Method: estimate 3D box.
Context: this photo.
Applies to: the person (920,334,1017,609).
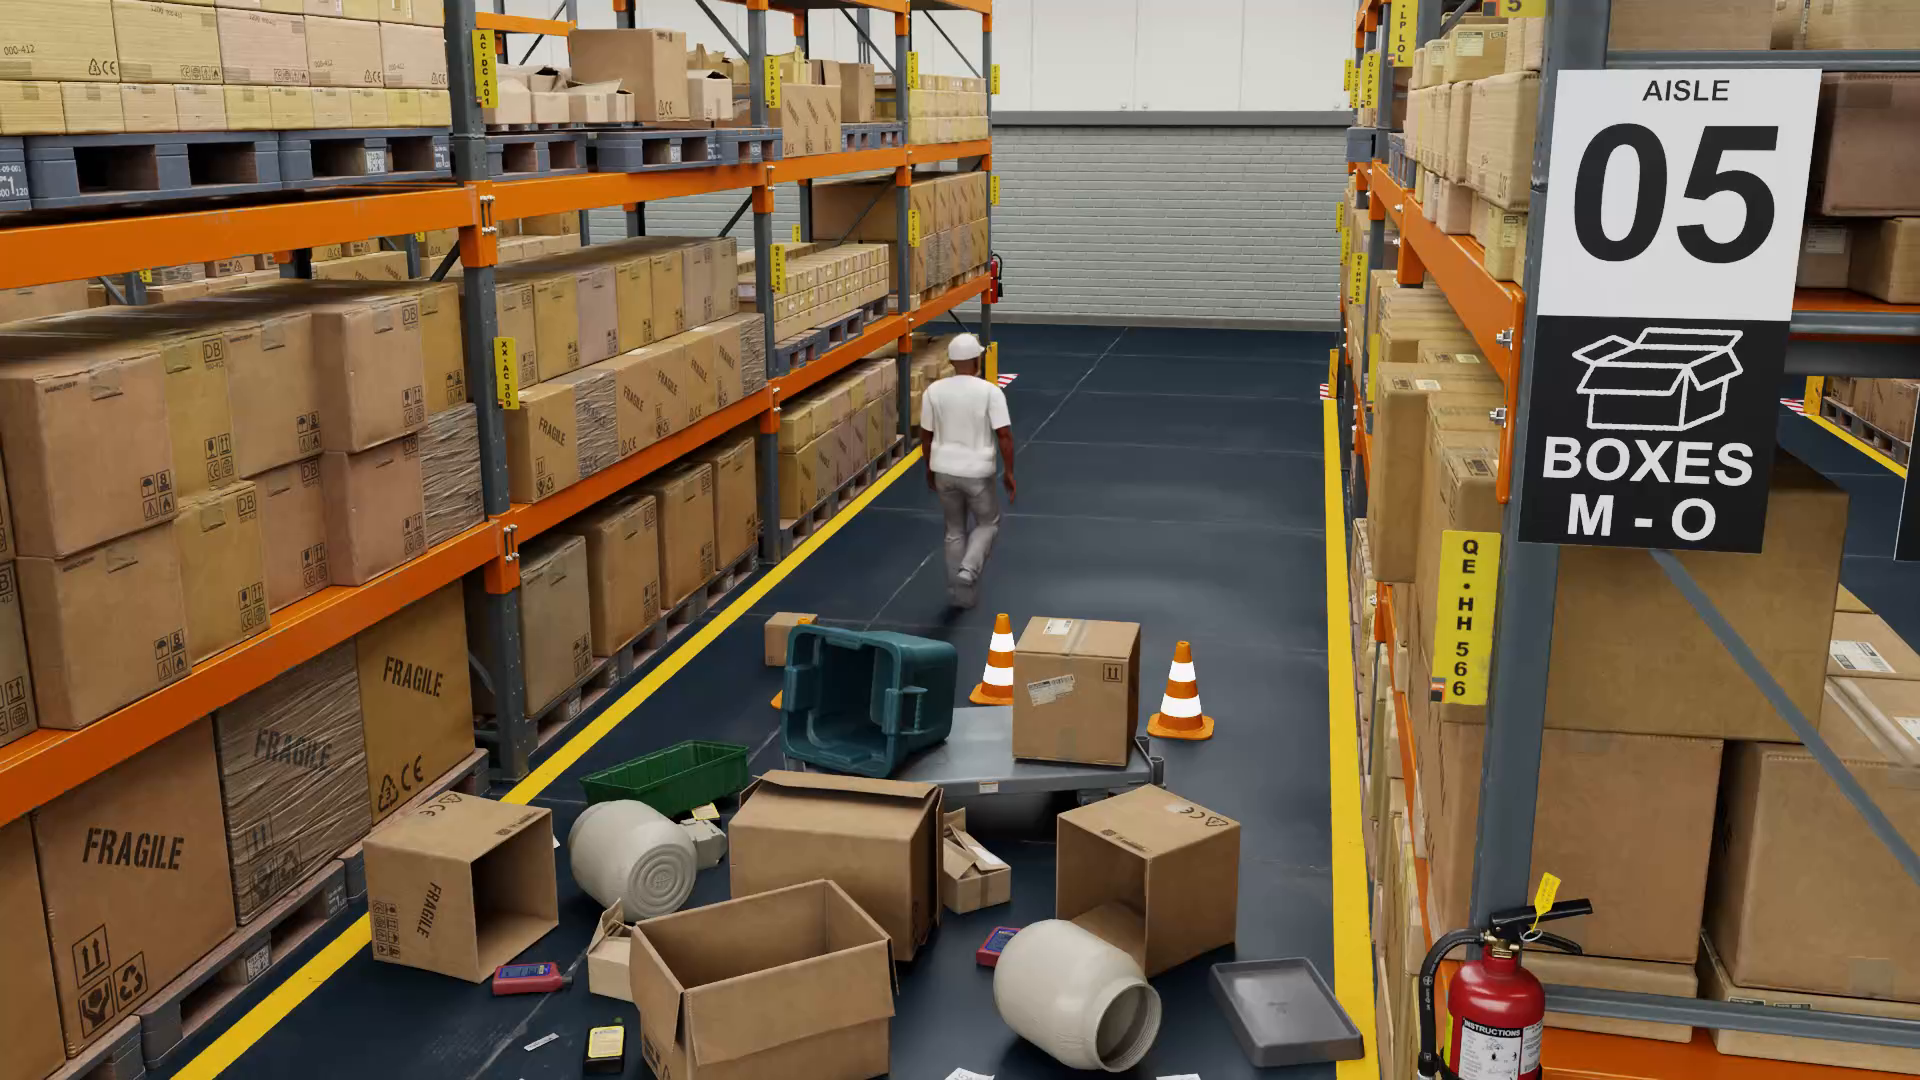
[{"bbox_3d":[0.047,-0.416,10.514,0.657,1.751,0.555,4,15,15],"label":"person"}]
